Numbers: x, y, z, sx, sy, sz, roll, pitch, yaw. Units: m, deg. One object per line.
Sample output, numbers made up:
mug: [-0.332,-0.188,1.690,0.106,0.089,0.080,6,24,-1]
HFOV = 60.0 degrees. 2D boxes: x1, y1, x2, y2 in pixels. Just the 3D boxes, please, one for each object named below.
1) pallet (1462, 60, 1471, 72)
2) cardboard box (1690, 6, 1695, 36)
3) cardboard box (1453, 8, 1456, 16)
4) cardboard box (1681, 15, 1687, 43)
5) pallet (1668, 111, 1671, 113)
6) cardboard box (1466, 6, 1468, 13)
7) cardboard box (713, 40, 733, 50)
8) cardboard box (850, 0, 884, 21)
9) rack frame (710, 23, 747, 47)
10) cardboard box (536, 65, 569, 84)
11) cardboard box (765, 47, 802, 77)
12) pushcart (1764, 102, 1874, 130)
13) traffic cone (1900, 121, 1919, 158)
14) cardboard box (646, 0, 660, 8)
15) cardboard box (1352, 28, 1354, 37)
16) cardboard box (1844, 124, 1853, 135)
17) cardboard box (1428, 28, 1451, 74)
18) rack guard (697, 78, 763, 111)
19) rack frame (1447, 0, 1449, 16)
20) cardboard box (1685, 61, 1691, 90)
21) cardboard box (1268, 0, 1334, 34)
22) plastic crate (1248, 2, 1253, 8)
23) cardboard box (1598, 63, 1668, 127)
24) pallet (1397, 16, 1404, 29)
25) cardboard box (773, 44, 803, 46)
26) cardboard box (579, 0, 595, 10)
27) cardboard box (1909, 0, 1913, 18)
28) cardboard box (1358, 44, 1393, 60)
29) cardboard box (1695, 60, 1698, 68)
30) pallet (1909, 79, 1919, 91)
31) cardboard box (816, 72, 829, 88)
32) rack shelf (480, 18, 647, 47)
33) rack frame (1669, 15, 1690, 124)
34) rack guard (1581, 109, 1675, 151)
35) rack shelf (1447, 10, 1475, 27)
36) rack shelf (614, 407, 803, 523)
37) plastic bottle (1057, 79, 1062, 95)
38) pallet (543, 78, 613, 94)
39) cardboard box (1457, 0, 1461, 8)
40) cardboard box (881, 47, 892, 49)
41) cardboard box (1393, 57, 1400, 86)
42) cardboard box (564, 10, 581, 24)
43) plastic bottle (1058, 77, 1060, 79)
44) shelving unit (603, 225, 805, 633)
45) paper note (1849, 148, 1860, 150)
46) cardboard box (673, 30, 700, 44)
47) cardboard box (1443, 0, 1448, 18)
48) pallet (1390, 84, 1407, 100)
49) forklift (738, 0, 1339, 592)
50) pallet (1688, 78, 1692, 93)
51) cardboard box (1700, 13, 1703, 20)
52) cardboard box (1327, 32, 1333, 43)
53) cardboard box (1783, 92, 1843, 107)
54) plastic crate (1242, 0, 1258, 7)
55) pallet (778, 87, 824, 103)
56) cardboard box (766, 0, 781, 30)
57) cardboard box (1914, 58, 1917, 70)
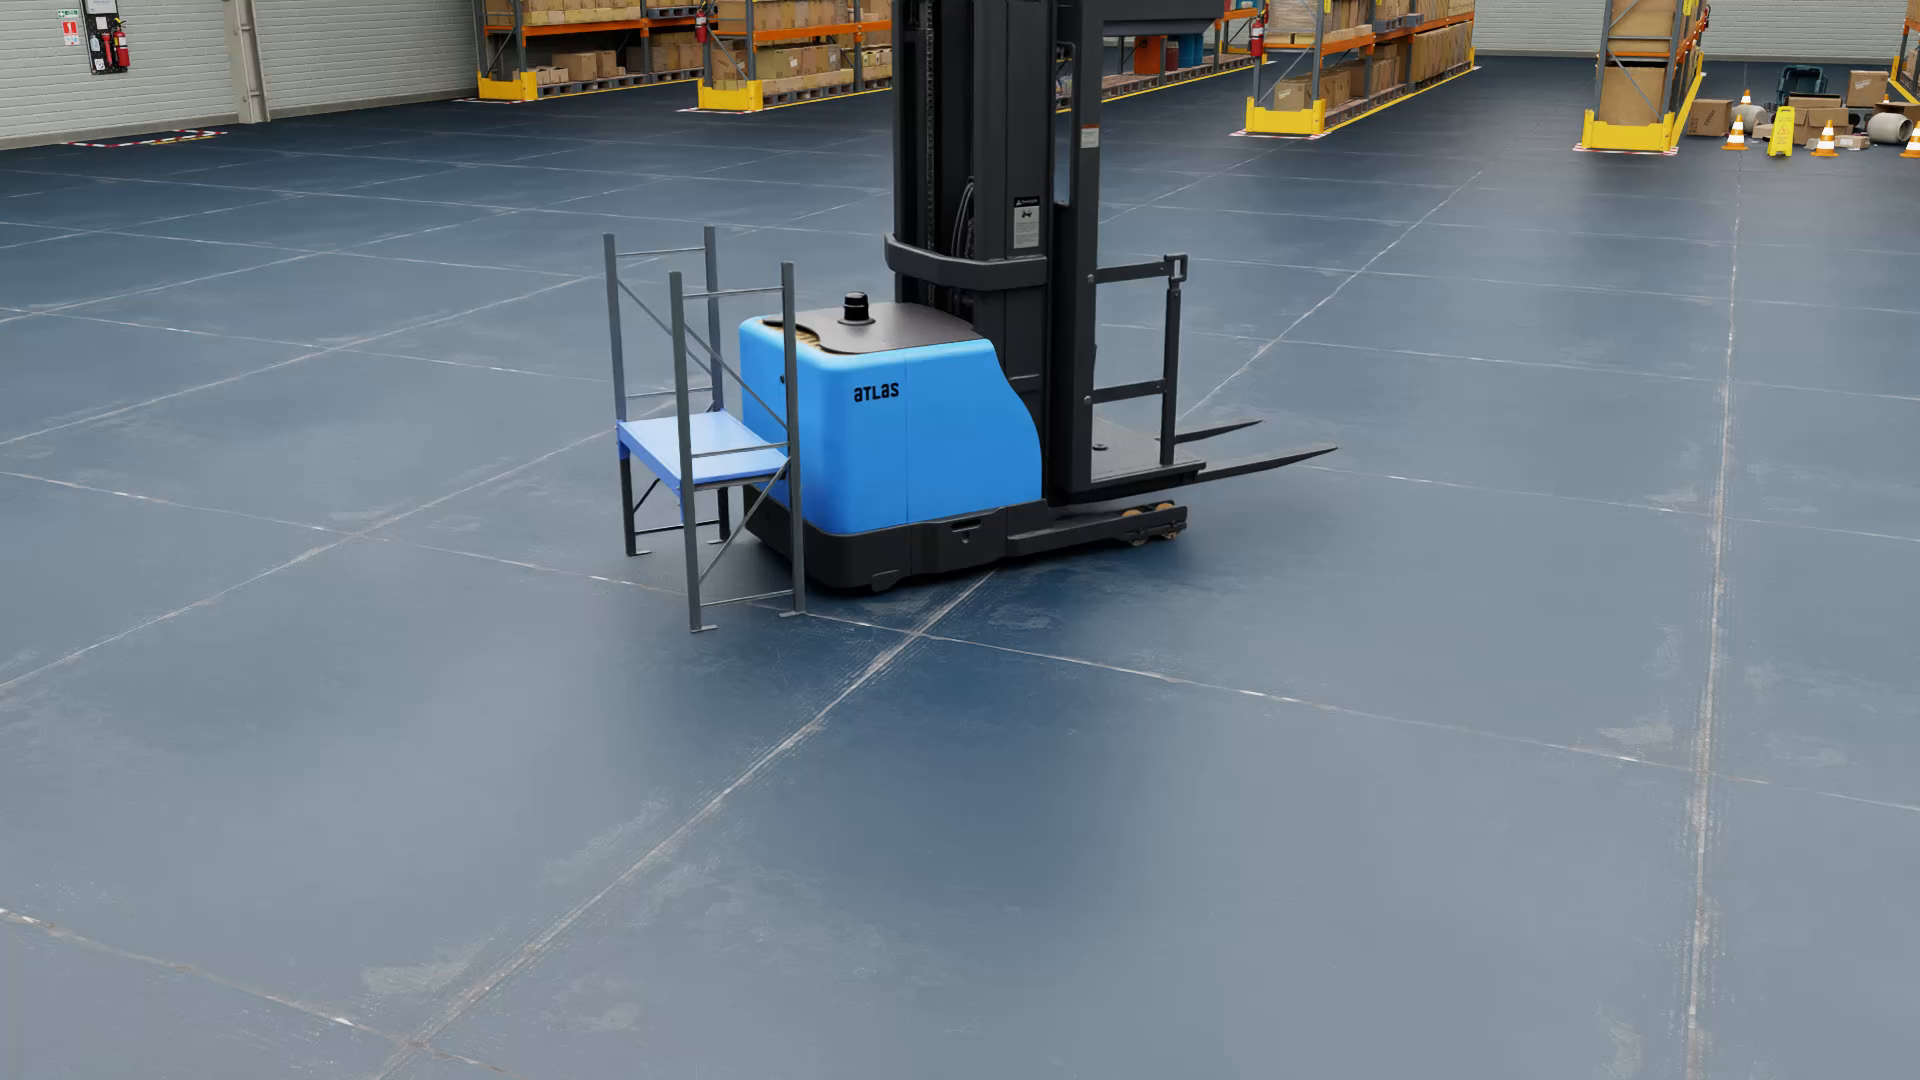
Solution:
pallet: [11.280,-11.027,38.661,1.003,0.211,1.213,9,21,23]
cardboard box: [11.980,-8.694,27.790,0.500,0.500,0.500,8,21,22]
cardboard box: [10.538,-11.461,36.093,0.380,0.149,0.250,9,22,24]
cardboard box: [10.761,-8.001,25.767,0.875,0.550,0.550,9,21,23]
pallet: [10.723,-6.681,26.440,1.003,0.211,1.213,9,21,23]
cardboard box: [11.274,-12.011,37.642,0.380,0.149,0.250,8,21,21]
cardboard box: [-5.544,-10.992,37.474,0.700,0.500,0.500,9,21,23]
cardboard box: [-1.869,-10.729,33.512,0.500,0.500,0.500,10,22,27]
rack frame: [-5.297,-12.190,37.768,1.000,3.000,0.127,9,21,23]
cardboard box: [-7.974,-9.058,32.318,0.500,0.311,0.500,11,22,27]
cardboard box: [-3.233,-8.762,30.488,0.500,0.500,0.500,9,21,23]
pushcart: [13.563,-6.630,26.049,1.648,0.377,0.936,1,20,4]
traffic cone: [13.025,-5.459,22.627,0.336,0.463,0.334,9,21,23]
cardboard box: [-6.695,-11.372,34.663,0.700,0.500,0.500,9,21,23]
cardboard box: [6.245,-8.328,27.285,0.380,0.149,0.250,9,21,23]
cardboard box: [13.372,-6.325,25.359,0.258,0.266,0.396,-5,20,-15]
cardboard box: [9.654,-10.372,35.201,1.225,0.875,0.875,9,21,23]
rack guard: [-4.062,-7.880,29.381,1.175,0.500,0.348,9,21,23]
rack frame: [9.898,-11.373,35.473,1.000,3.000,0.127,9,21,23]
cardboard box: [13.266,-8.641,30.892,0.500,0.500,0.500,8,21,20]
cardboard box: [5.235,-8.057,25.554,0.875,0.500,0.500,9,21,23]
plastic crate: [6.849,-12.906,40.085,0.396,0.136,0.243,9,21,23]
cardboard box: [9.685,-6.407,24.052,0.875,0.875,0.875,9,21,23]
pallet: [7.487,-9.450,30.349,1.003,0.211,1.213,9,21,23]
cardboard box: [-3.299,-9.139,31.549,0.500,0.500,0.500,9,21,23]
cardboard box: [-7.474,-10.607,32.393,0.500,0.500,0.500,9,22,24]
cardboard box: [19.937,-11.018,34.324,0.500,0.500,0.500,8,21,22]
cardboard box: [7.805,-9.161,31.207,0.500,0.250,0.500,11,22,29]
cardboard box: [15.982,-10.457,36.525,0.380,0.149,0.250,9,22,24]
pallet: [19.322,-8.922,32.740,1.003,0.211,1.213,9,21,23]
cardboard box: [-2.809,-8.713,31.468,0.500,0.250,0.500,9,21,23]
rack shelf: [-7.754,-10.017,32.731,1.077,0.370,4.000,9,21,23]
rack frame: [11.106,-8.216,26.596,1.000,3.000,0.127,9,21,23]
rack guard: [9.458,-5.809,23.556,1.175,0.500,0.348,9,21,23]
rack shelf: [10.717,-11.646,37.313,1.077,0.370,4.000,9,21,23]
rack shelf: [-1.110,-0.345,7.238,0.538,0.185,1.000,-9,22,-24]
plastic bottle: [1.757,-8.015,29.445,0.097,0.271,0.097,0,20,0]
pallet: [-7.676,-9.069,33.154,1.003,0.211,1.213,9,21,23]
cardboard box: [10.745,-11.861,36.624,0.500,0.250,0.500,9,22,24]
cardboard box: [-1.389,-10.017,34.299,0.500,0.311,0.500,9,22,24]
cardboard box: [8.004,-8.973,31.796,0.700,0.500,0.500,7,21,20]
cardboard box: [-7.669,-10.104,32.098,0.500,0.250,0.500,8,21,22]
plastic bottle: [1.788,-8.147,29.799,0.061,0.283,0.133,9,21,23]
shelving unit: [-1.110,-0.515,7.177,0.538,1.500,1.048,-9,22,-24]
paper note: [12.596,-5.509,23.413,0.148,0.019,0.142,1,20,4]
cardboard box: [-6.041,-11.022,36.439,0.500,0.250,0.500,8,21,22]
cardboard box: [9.956,-11.240,34.949,0.500,0.500,0.500,9,21,23]
pallet: [7.939,-8.598,31.831,1.003,0.211,1.213,9,21,23]
forklift: [0.504,-1.498,7.808,3.031,2.935,1.130,-11,22,-28]
pallet: [14.064,-9.110,33.270,1.003,0.211,1.213,9,21,23]
cardboard box: [14.796,-10.585,33.632,0.380,0.149,0.250,9,22,25]
cardboard box: [5.554,-7.789,25.770,0.380,0.149,0.250,9,21,23]
cardboard box: [12.810,-6.404,25.024,0.797,0.637,0.503,9,21,23]
plastic crate: [7.051,-13.193,40.446,0.616,0.435,0.499,9,21,23]
pallet: [-3.276,-8.363,31.169,1.003,0.211,1.213,9,21,23]
cardboard box: [-3.638,-9.415,29.816,0.700,0.500,0.500,9,22,24]
cardboard box: [19.660,-9.455,33.276,0.875,0.438,0.875,8,21,21]
